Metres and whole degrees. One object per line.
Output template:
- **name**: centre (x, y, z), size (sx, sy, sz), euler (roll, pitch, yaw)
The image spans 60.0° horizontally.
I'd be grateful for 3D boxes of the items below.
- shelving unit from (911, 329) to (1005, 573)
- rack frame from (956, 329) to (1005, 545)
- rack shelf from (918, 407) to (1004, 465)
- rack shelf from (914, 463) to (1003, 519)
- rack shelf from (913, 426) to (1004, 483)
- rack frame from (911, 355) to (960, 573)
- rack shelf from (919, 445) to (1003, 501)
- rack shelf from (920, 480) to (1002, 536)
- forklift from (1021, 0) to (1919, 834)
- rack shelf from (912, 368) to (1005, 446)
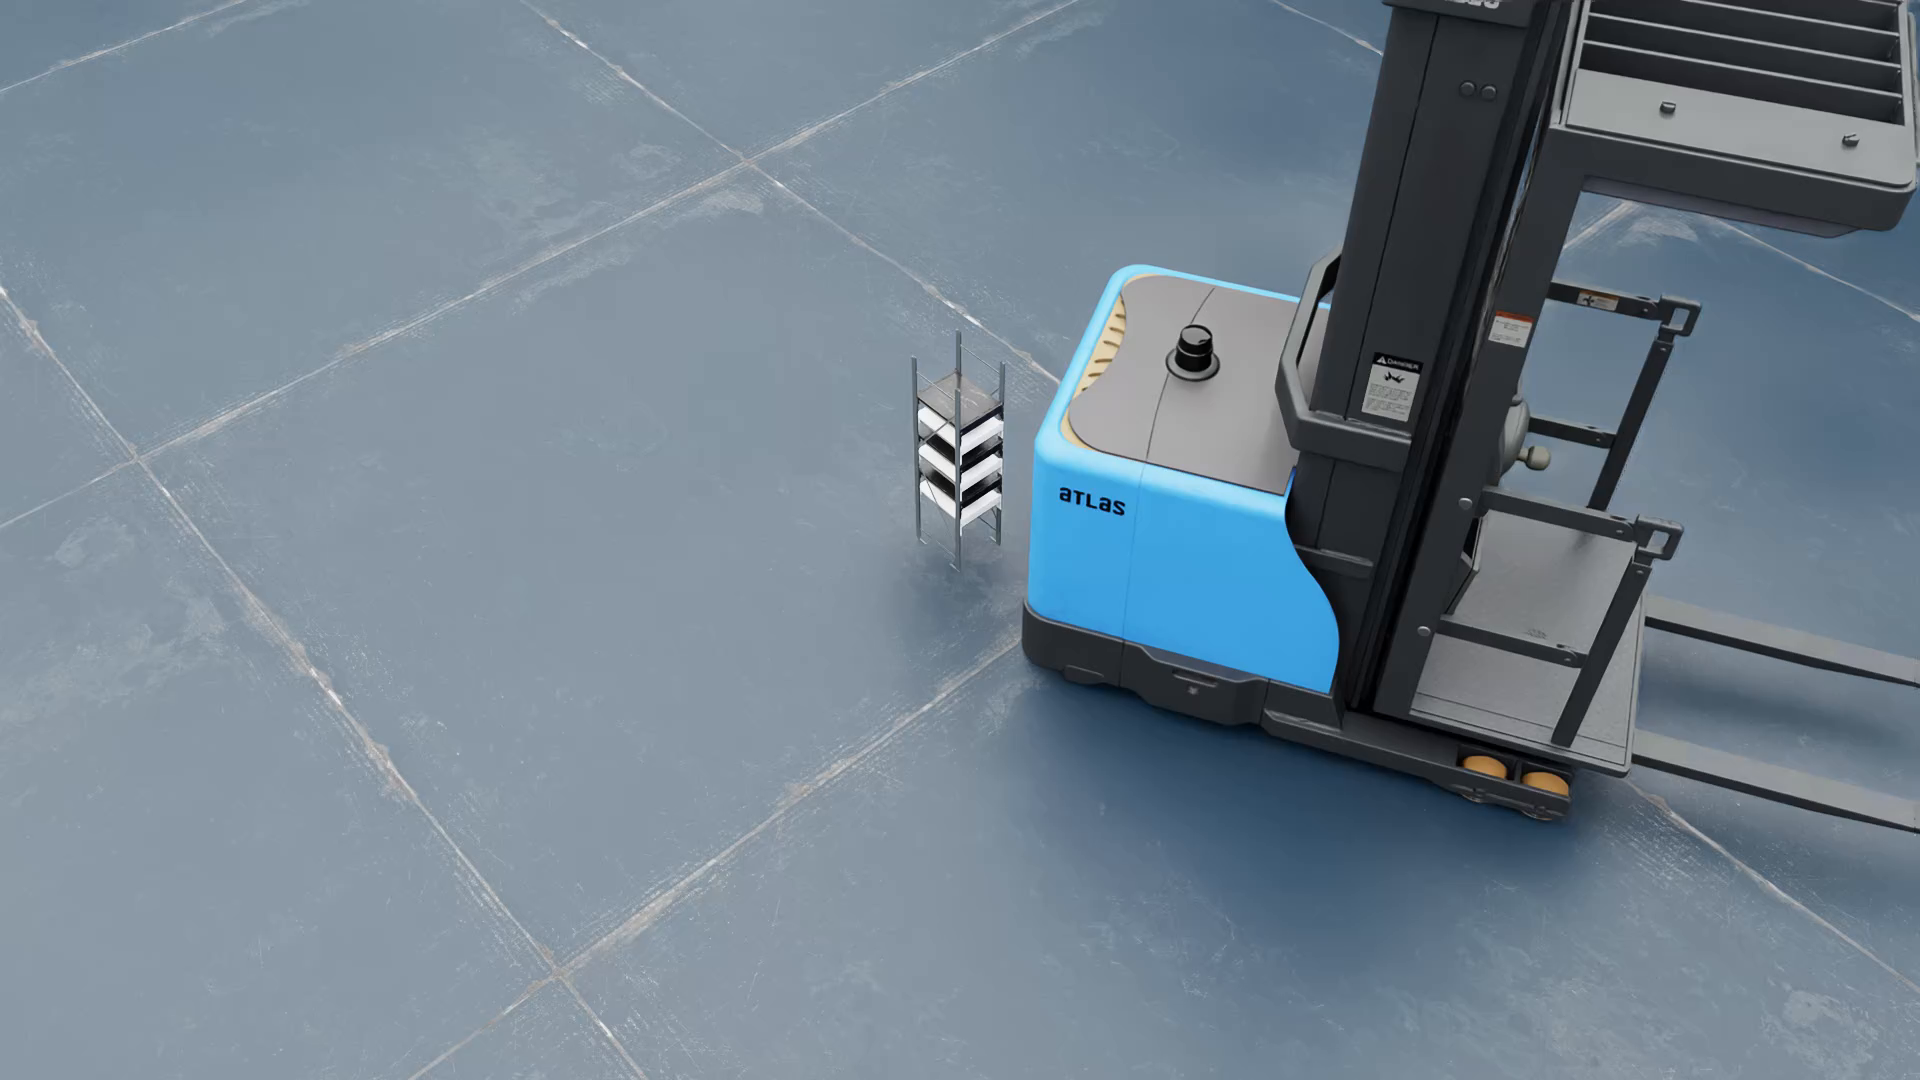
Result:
- **shelving unit**: centre (-0.006, -0.301, 5.916), size (0.210, 0.900, 0.258), euler (-34, 56, -27)
- **rack frame**: centre (0.069, -0.351, 5.962), size (0.006, 0.900, 0.240), euler (-34, 56, -27)
- **rack shelf**: centre (-0.006, -0.401, 5.808), size (0.200, 0.077, 0.258), euler (-34, 56, -27)
- **rack shelf**: centre (-0.006, -0.218, 6.006), size (0.200, 0.077, 0.258), euler (-34, 56, -27)
- **rack shelf**: centre (-0.006, -0.340, 5.874), size (0.200, 0.077, 0.258), euler (-34, 56, -27)
- **rack frame**: centre (-0.081, -0.251, 5.869), size (0.006, 0.900, 0.240), euler (-34, 56, -27)
- **rack shelf**: centre (-0.006, -0.279, 5.940), size (0.200, 0.077, 0.258), euler (-34, 56, -27)
- **rack shelf**: centre (-0.006, -0.156, 6.072), size (0.200, 0.077, 0.258), euler (-34, 56, -27)
- **forklift**: centre (1.788, -0.528, 4.743), size (3.031, 2.935, 1.130), euler (15, 49, 13)
- **rack shelf**: centre (-0.006, -0.462, 5.742), size (0.200, 0.077, 0.258), euler (-34, 56, -27)
